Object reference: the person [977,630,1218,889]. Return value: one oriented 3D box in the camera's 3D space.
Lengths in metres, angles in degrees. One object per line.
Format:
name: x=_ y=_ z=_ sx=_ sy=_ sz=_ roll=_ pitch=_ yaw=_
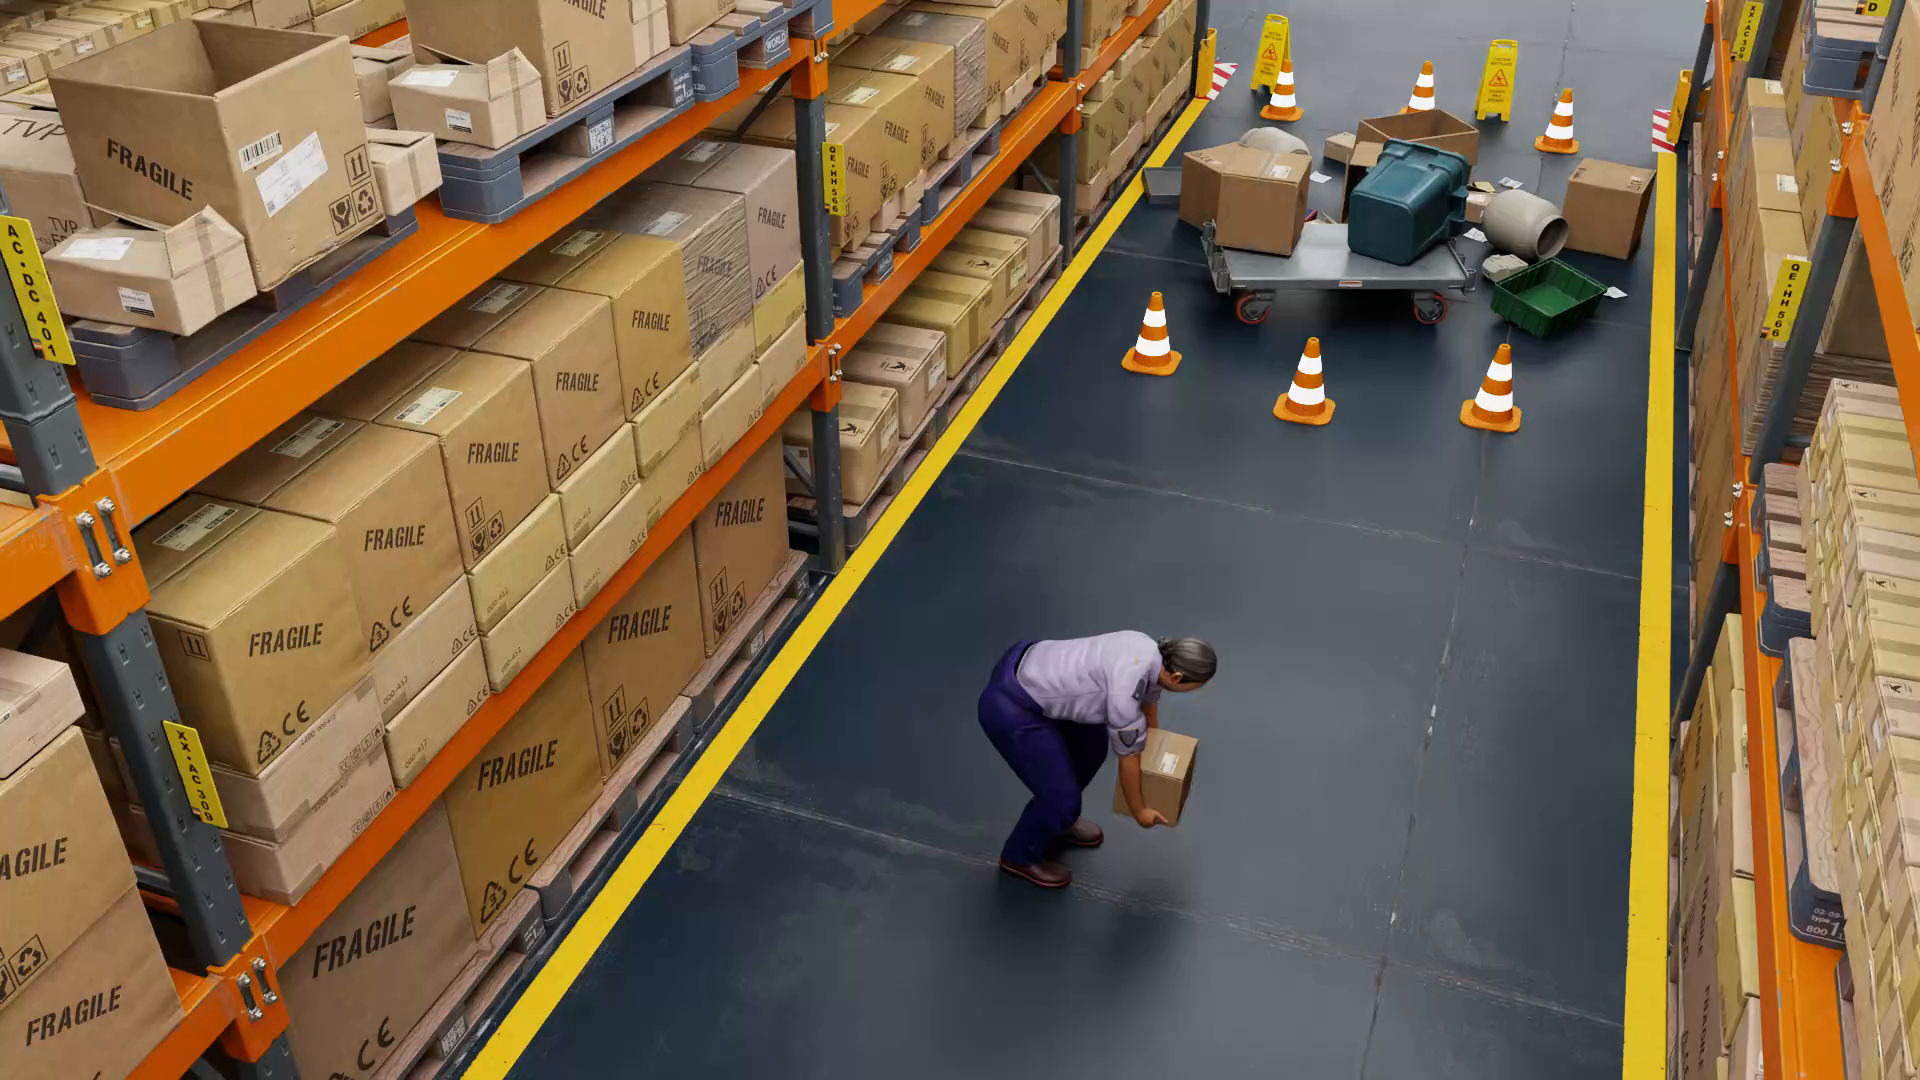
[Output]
person: x=0.508 y=0.805 z=6.373 sx=0.867 sy=1.170 sz=0.476 roll=10 pitch=35 yaw=15
